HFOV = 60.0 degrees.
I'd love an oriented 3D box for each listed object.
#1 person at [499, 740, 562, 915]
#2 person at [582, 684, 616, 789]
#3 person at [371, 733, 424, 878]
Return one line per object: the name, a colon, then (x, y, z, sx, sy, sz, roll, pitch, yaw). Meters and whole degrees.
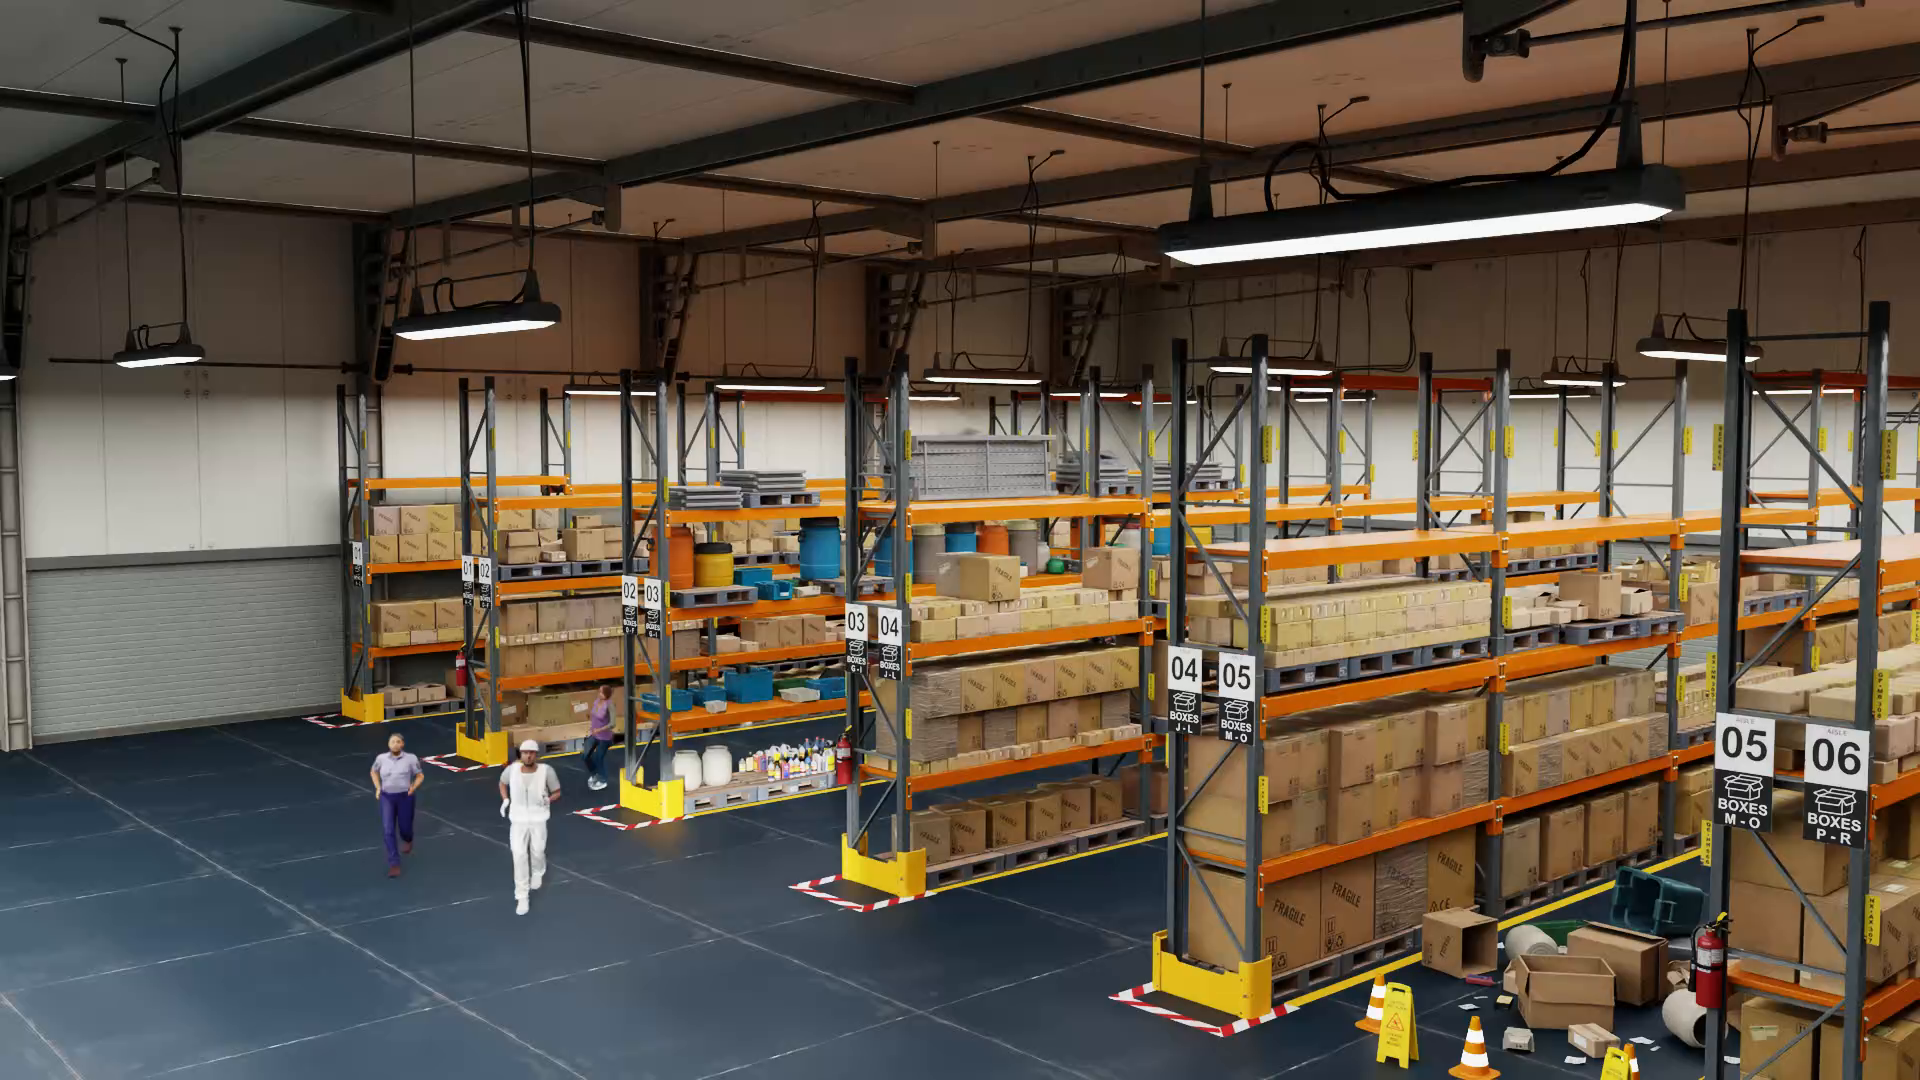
person: (-4.686, 3.066, 18.130, 0.679, 1.798, 0.988, -1, 4, -11)
person: (-5.156, 2.826, 23.792, 0.572, 1.547, 0.542, 2, 4, 28)
person: (-6.627, 3.081, 19.585, 0.607, 1.646, 0.830, -1, 4, -14)
